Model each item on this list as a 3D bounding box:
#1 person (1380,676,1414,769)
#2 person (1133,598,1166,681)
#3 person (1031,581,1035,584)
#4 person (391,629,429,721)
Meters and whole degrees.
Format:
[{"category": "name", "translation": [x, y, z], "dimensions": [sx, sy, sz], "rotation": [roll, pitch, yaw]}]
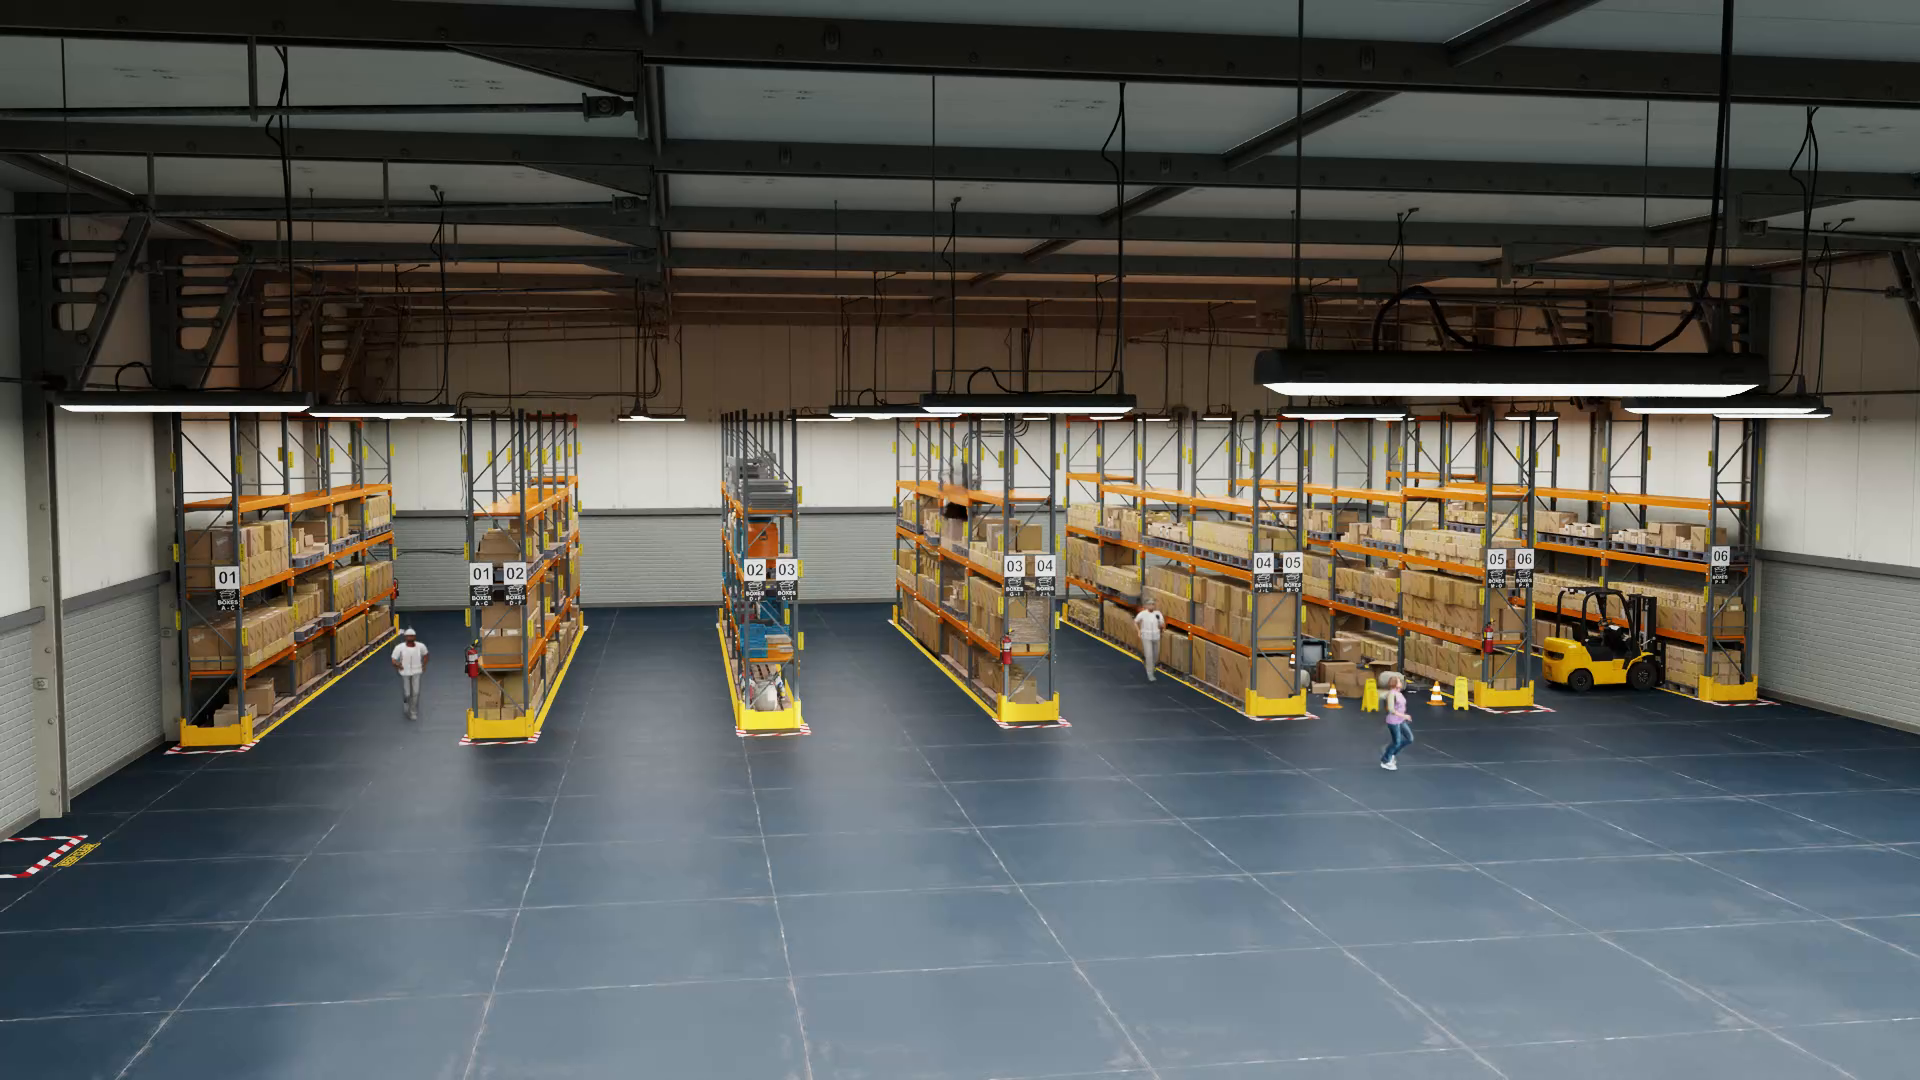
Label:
[{"category": "person", "translation": [7.247, 3.021, 27.554], "dimensions": [0.540, 1.558, 0.553], "rotation": [3, 5, 32]}, {"category": "person", "translation": [4.111, 2.136, 35.849], "dimensions": [0.673, 1.802, 0.915], "rotation": [-1, 4, -9]}, {"category": "person", "translation": [1.977, 1.596, 47.268], "dimensions": [0.711, 1.682, 0.620], "rotation": [0, 4, -5]}, {"category": "person", "translation": [-10.631, 2.584, 32.195], "dimensions": [0.712, 1.745, 0.897], "rotation": [-2, 4, -24]}]
